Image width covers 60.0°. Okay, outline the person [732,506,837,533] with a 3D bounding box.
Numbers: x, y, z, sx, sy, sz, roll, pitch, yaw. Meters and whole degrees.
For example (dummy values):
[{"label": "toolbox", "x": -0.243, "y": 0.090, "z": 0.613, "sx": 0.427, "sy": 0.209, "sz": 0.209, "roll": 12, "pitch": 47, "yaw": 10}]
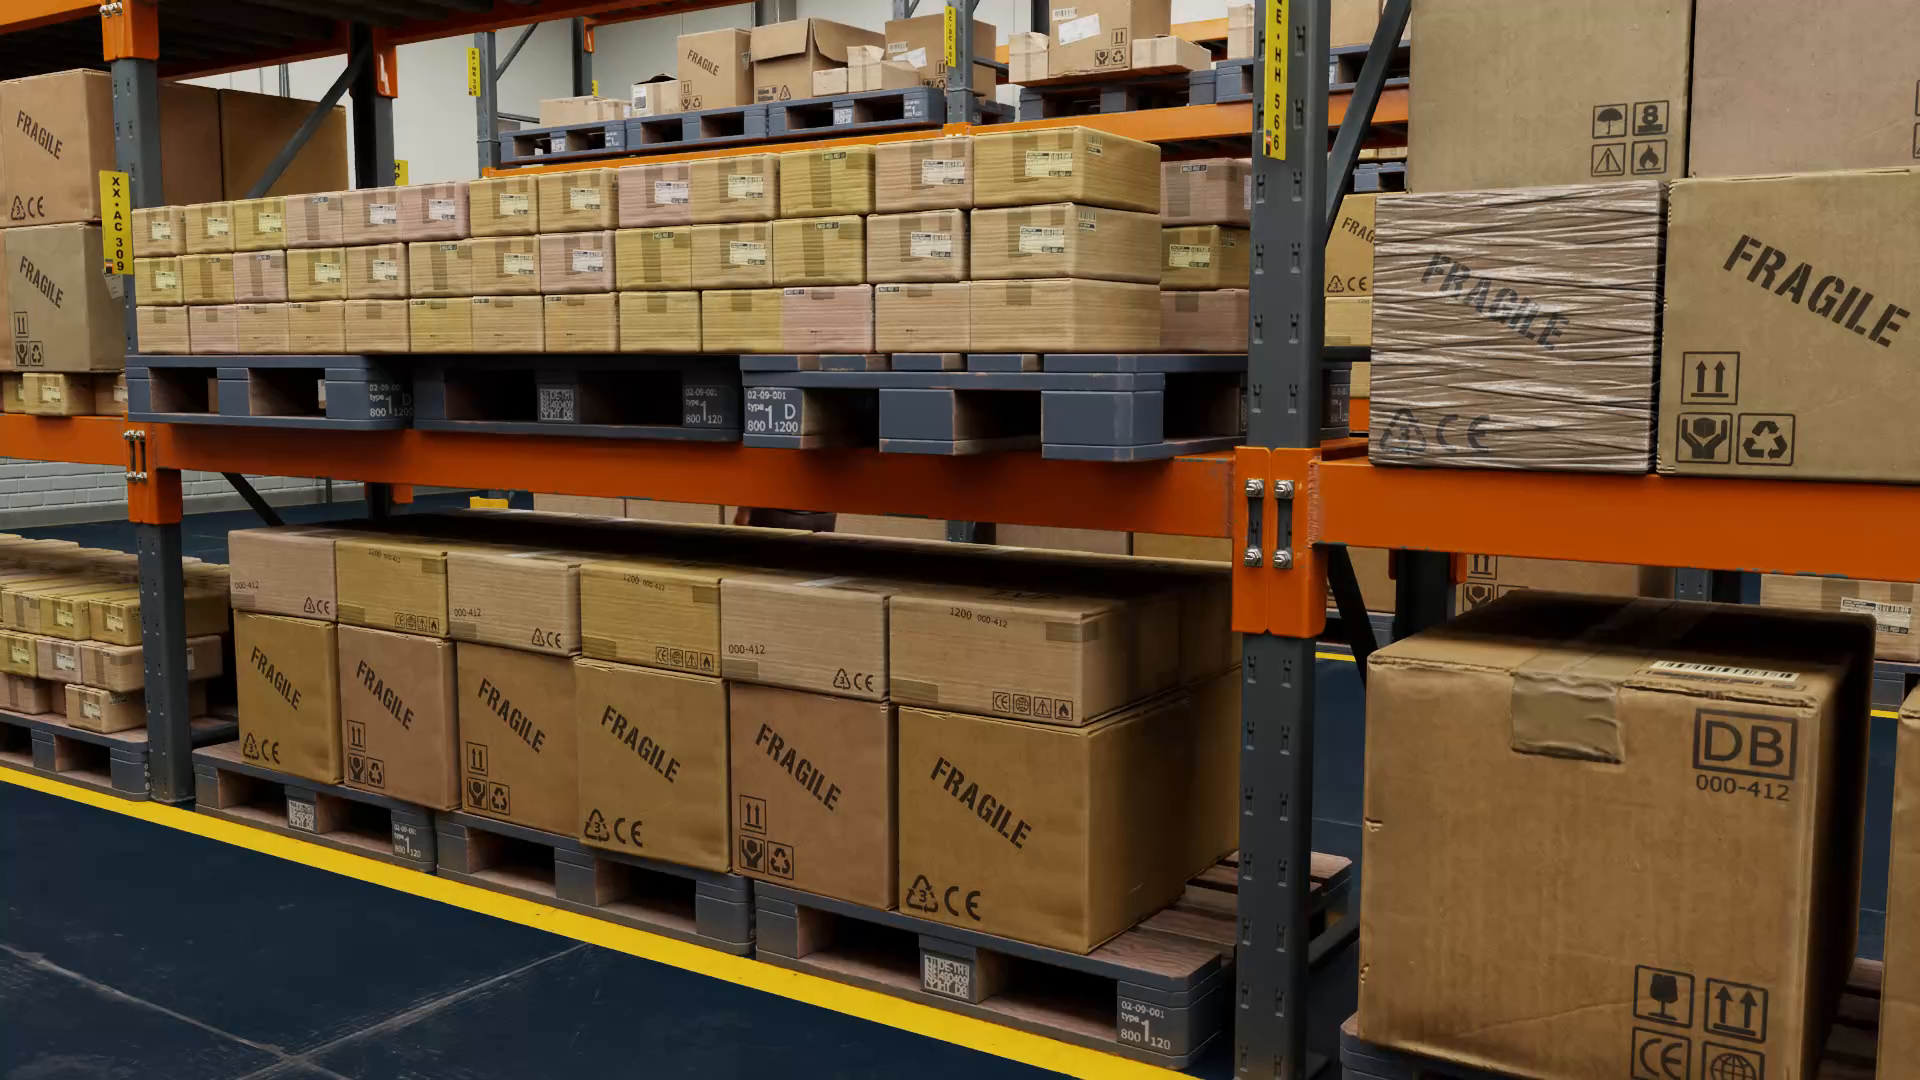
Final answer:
[{"label": "person", "x": -0.731, "y": -0.119, "z": 6.963, "sx": 0.464, "sy": 1.722, "sz": 0.590, "roll": 4, "pitch": 7, "yaw": 31}]
